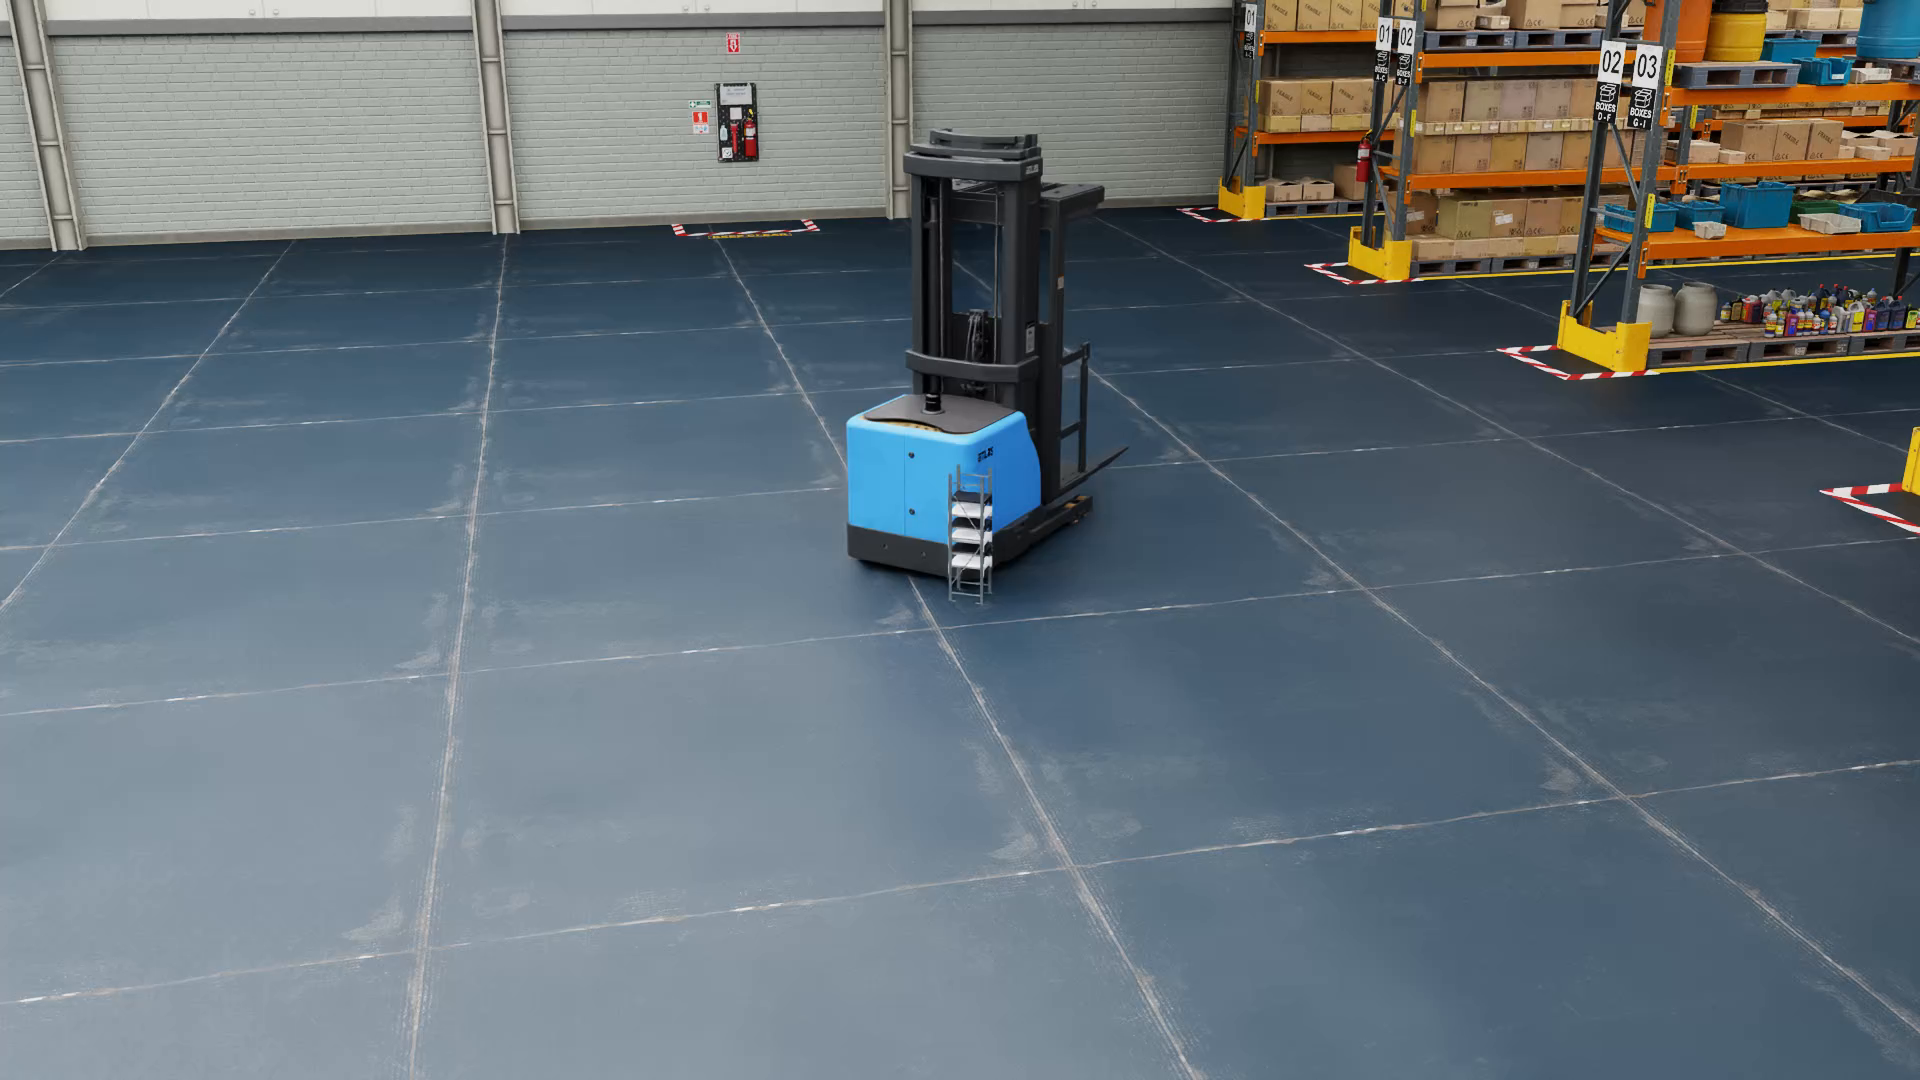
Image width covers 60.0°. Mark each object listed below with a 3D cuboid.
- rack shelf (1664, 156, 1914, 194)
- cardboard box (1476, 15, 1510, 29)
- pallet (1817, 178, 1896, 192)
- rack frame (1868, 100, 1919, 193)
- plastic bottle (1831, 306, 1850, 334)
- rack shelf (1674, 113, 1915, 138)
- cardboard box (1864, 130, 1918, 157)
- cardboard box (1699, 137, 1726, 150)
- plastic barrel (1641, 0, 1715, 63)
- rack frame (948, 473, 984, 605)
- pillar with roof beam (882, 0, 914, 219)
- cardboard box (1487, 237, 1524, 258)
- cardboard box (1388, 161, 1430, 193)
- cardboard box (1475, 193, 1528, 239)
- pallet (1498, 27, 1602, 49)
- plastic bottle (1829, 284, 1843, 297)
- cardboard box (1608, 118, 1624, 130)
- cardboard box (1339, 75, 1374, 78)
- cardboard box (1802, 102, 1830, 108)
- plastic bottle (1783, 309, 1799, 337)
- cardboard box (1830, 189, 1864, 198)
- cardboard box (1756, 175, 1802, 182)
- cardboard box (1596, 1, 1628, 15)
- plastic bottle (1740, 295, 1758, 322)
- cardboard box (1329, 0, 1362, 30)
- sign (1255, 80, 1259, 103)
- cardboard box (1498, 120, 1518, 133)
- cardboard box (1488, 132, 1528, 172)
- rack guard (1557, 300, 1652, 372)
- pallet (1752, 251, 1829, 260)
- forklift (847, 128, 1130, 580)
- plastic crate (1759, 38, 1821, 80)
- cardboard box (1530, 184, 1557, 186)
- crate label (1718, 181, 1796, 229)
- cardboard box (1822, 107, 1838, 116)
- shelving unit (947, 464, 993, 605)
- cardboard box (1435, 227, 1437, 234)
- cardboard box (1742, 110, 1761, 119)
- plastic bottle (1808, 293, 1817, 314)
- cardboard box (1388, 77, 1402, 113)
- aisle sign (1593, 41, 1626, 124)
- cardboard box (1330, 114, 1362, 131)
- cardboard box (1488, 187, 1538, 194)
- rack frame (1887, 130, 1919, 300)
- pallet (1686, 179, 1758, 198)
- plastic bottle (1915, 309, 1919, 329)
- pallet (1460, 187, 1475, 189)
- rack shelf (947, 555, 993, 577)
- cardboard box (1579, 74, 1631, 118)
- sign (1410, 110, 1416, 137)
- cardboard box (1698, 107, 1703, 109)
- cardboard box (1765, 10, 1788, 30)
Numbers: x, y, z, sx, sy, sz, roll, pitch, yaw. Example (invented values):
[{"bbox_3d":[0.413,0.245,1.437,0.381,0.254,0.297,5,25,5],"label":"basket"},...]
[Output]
[{"bbox_3d":[11.393,-5.101,22.925,4.000,0.370,1.077,-5,21,-12],"label":"rack shelf"},{"bbox_3d":[6.740,-6.552,21.029,0.250,0.149,0.380,-5,21,-12],"label":"cardboard box"},{"bbox_3d":[15.355,-6.176,28.868,1.213,0.211,1.003,-5,21,-12],"label":"pallet"},{"bbox_3d":[16.089,-7.572,28.624,0.127,3.000,1.000,-5,21,-12],"label":"rack frame"},{"bbox_3d":[9.362,-2.350,17.690,0.135,0.276,0.152,-4,21,-11],"label":"plastic bottle"},{"bbox_3d":[14.142,-7.076,28.315,4.000,0.370,1.077,-5,21,-12],"label":"rack shelf"},{"bbox_3d":[12.975,-5.541,23.210,0.500,0.311,0.500,-3,20,-9],"label":"cardboard box"},{"bbox_3d":[10.260,-5.349,22.750,0.258,0.266,0.396,-5,21,-14],"label":"cardboard box"},{"bbox_3d":[7.134,-5.194,16.537,0.708,0.830,0.600,-5,21,-12],"label":"plastic barrel"},{"bbox_3d":[0.039,-0.001,11.009,0.240,0.900,0.006,6,21,15],"label":"rack frame"},{"bbox_3d":[0.044,-7.868,20.710,0.400,9.000,9.100,-5,21,-12],"label":"pillar with roof beam"},{"bbox_3d":[7.100,-3.918,22.037,0.500,0.250,0.500,-5,21,-12],"label":"cardboard box"},{"bbox_3d":[7.302,-5.876,26.989,0.500,0.500,0.500,-6,21,-17],"label":"cardboard box"},{"bbox_3d":[7.097,-4.274,21.919,0.500,0.500,0.500,-5,21,-12],"label":"cardboard box"},{"bbox_3d":[7.438,-6.476,21.400,1.213,0.211,1.003,-5,21,-12],"label":"pallet"},{"bbox_3d":[9.702,-2.660,18.427,0.185,0.351,0.144,-4,21,-11],"label":"plastic bottle"},{"bbox_3d":[8.481,-5.477,21.818,0.250,0.149,0.380,-5,21,-13],"label":"cardboard box"},{"bbox_3d":[6.305,-7.140,26.545,0.500,0.500,0.500,-4,21,-12],"label":"cardboard box"},{"bbox_3d":[14.227,-7.525,27.889,0.500,0.500,0.500,-4,21,-11],"label":"cardboard box"},{"bbox_3d":[8.751,-2.288,17.509,0.133,0.283,0.061,-4,21,-12],"label":"plastic bottle"},{"bbox_3d":[12.762,-4.824,23.693,0.500,0.311,0.500,-4,20,-11],"label":"cardboard box"},{"bbox_3d":[13.796,-6.524,28.279,0.750,0.750,0.750,-5,21,-13],"label":"cardboard box"},{"bbox_3d":[8.370,-6.916,21.788,0.500,0.311,0.500,-6,21,-15],"label":"cardboard box"},{"bbox_3d":[8.628,-2.536,18.198,0.135,0.276,0.152,-4,21,-12],"label":"plastic bottle"},{"bbox_3d":[5.829,-8.103,25.537,0.500,0.500,0.500,-4,20,-10],"label":"cardboard box"},{"bbox_3d":[4.536,-6.847,25.386,0.005,0.325,0.100,-5,21,-12],"label":"sign"},{"bbox_3d":[6.990,-5.357,21.489,0.250,0.149,0.380,-5,21,-14],"label":"cardboard box"},{"bbox_3d":[7.006,-5.124,21.797,0.500,0.500,0.700,-5,21,-12],"label":"cardboard box"},{"bbox_3d":[6.753,-2.154,17.467,0.348,0.500,1.175,-5,21,-12],"label":"rack guard"},{"bbox_3d":[11.344,-4.140,23.311,1.213,0.211,1.003,-5,21,-12],"label":"pallet"},{"bbox_3d":[0.369,-1.564,12.322,1.130,2.935,3.031,11,23,28],"label":"forklift"},{"bbox_3d":[8.477,-4.958,17.152,0.575,0.384,0.392,-5,21,-12],"label":"plastic crate"},{"bbox_3d":[9.507,-6.093,27.581,0.500,0.500,0.700,-5,21,-14],"label":"cardboard box"},{"bbox_3d":[8.419,-3.559,17.617,0.616,0.435,0.502,-5,21,-12],"label":"crate label"},{"bbox_3d":[14.578,-7.256,28.097,0.250,0.149,0.380,-5,21,-14],"label":"cardboard box"},{"bbox_3d":[0.068,-0.034,11.100,0.258,0.900,0.210,6,21,15],"label":"shelving unit"},{"bbox_3d":[6.492,-4.055,22.411,0.500,0.250,0.500,-5,21,-12],"label":"cardboard box"},{"bbox_3d":[13.095,-7.105,27.685,0.250,0.149,0.380,-4,20,-11],"label":"cardboard box"},{"bbox_3d":[9.384,-2.584,18.334,0.097,0.271,0.097,0,20,0],"label":"plastic bottle"},{"bbox_3d":[6.937,-7.011,26.192,0.500,0.500,0.500,-5,21,-14],"label":"cardboard box"},{"bbox_3d":[6.552,-4.620,16.787,0.004,0.787,0.394,-5,21,-12],"label":"aisle sign"},{"bbox_3d":[5.958,-6.577,26.098,0.500,0.250,0.500,-5,21,-13],"label":"cardboard box"},{"bbox_3d":[7.464,-4.488,22.501,0.500,0.500,0.500,-5,21,-12],"label":"cardboard box"},{"bbox_3d":[10.583,-3.622,17.842,0.127,3.000,1.000,-5,21,-12],"label":"rack frame"},{"bbox_3d":[12.980,-5.983,28.341,1.213,0.211,1.003,-5,21,-12],"label":"pallet"},{"bbox_3d":[10.302,-2.382,17.885,0.097,0.201,0.097,0,20,0],"label":"plastic bottle"},{"bbox_3d":[9.061,-5.691,27.544,1.213,0.211,1.003,-5,21,-12],"label":"pallet"},{"bbox_3d":[0.068,0.166,11.174,0.258,0.077,0.200,6,21,15],"label":"rack shelf"},{"bbox_3d":[8.525,-5.859,21.917,0.500,0.500,0.700,-5,21,-13],"label":"cardboard box"},{"bbox_3d":[5.676,-5.221,20.834,0.005,0.325,0.100,-5,21,-12],"label":"sign"},{"bbox_3d":[12.454,-7.258,28.104,0.250,0.149,0.380,-4,21,-12],"label":"cardboard box"},{"bbox_3d":[10.582,-6.906,22.053,0.500,0.250,0.500,-7,21,-18],"label":"cardboard box"}]
